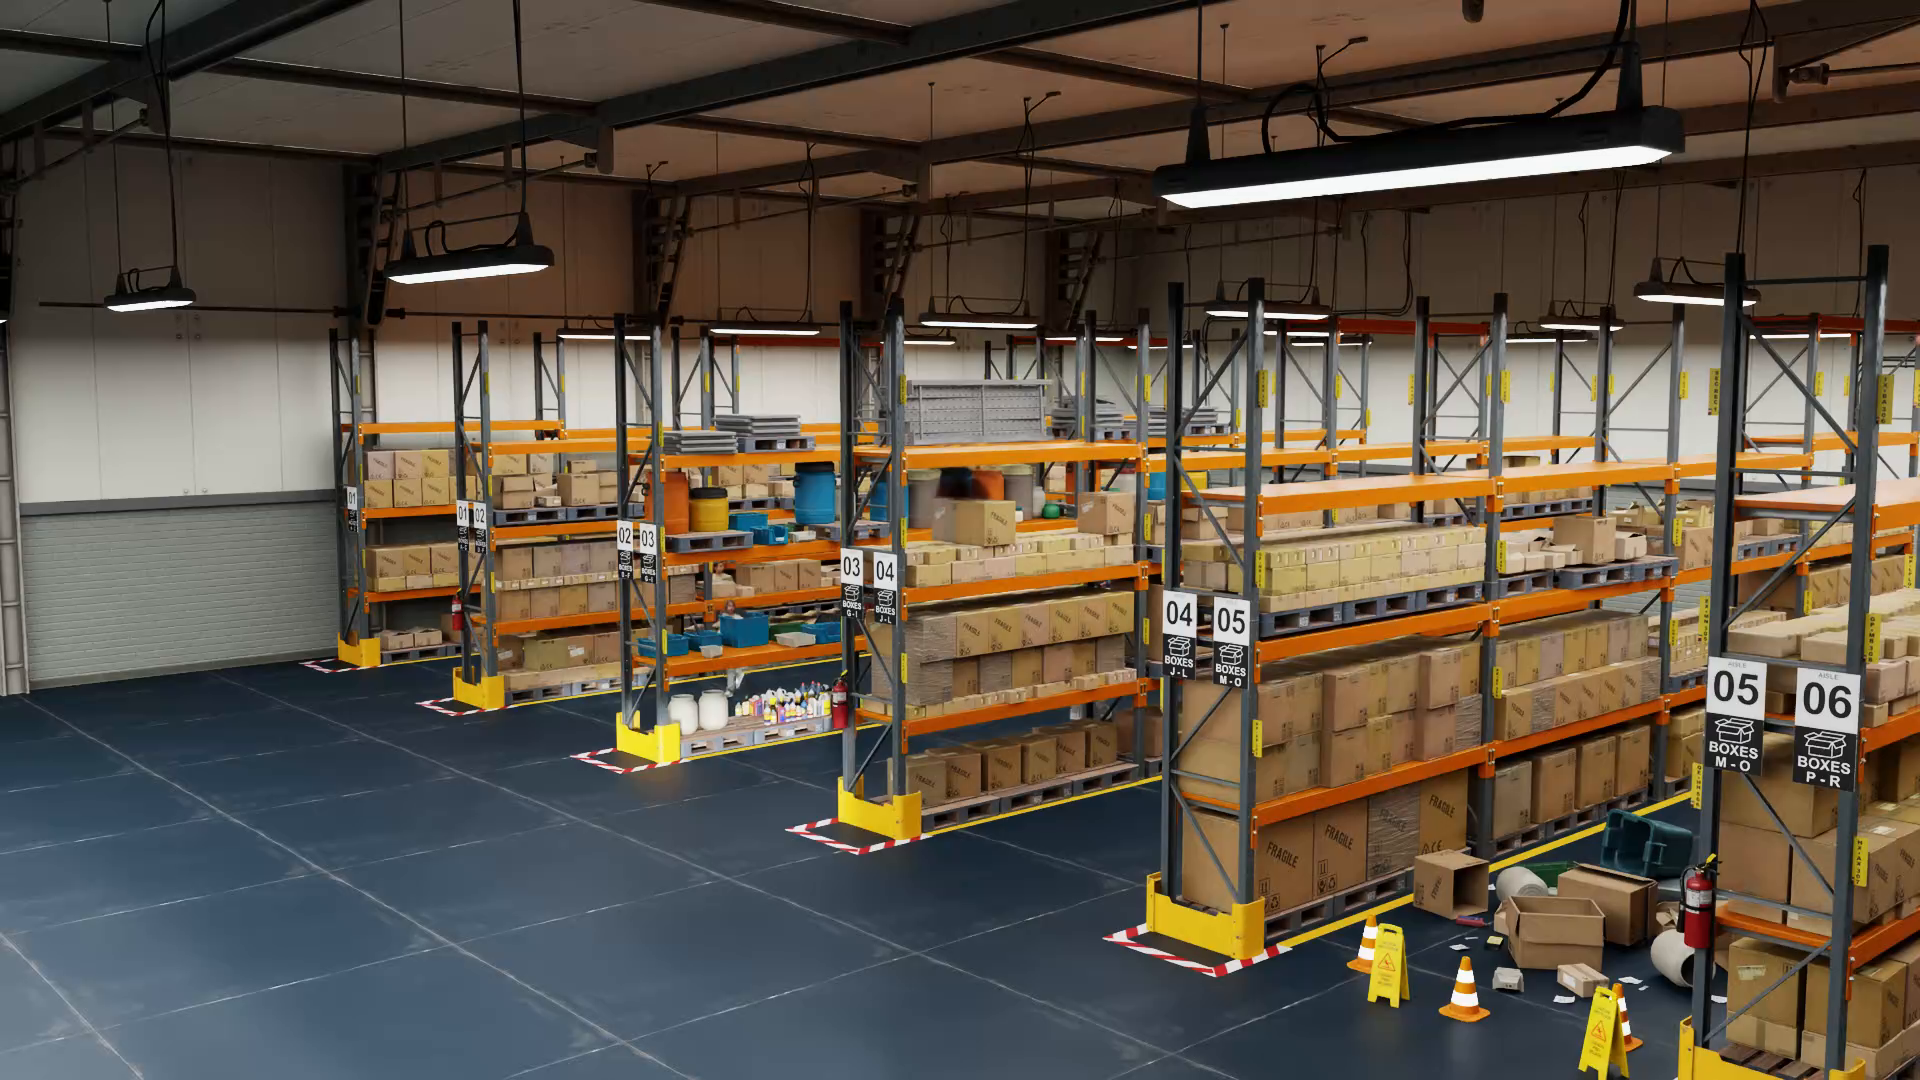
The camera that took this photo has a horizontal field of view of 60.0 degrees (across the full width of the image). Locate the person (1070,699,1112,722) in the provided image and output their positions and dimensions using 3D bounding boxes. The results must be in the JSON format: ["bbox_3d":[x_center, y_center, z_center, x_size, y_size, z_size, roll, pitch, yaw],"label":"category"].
[{"bbox_3d":[1.847,1.991,23.709,0.877,1.810,0.665,-5,7,-40],"label":"person"}]

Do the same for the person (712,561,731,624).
[{"bbox_3d":[-4.583,1.226,31.590,0.509,1.702,0.375,0,6,4],"label":"person"}]

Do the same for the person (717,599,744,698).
[{"bbox_3d":[-3.662,1.731,26.820,0.439,1.571,0.669,4,7,34],"label":"person"}]
